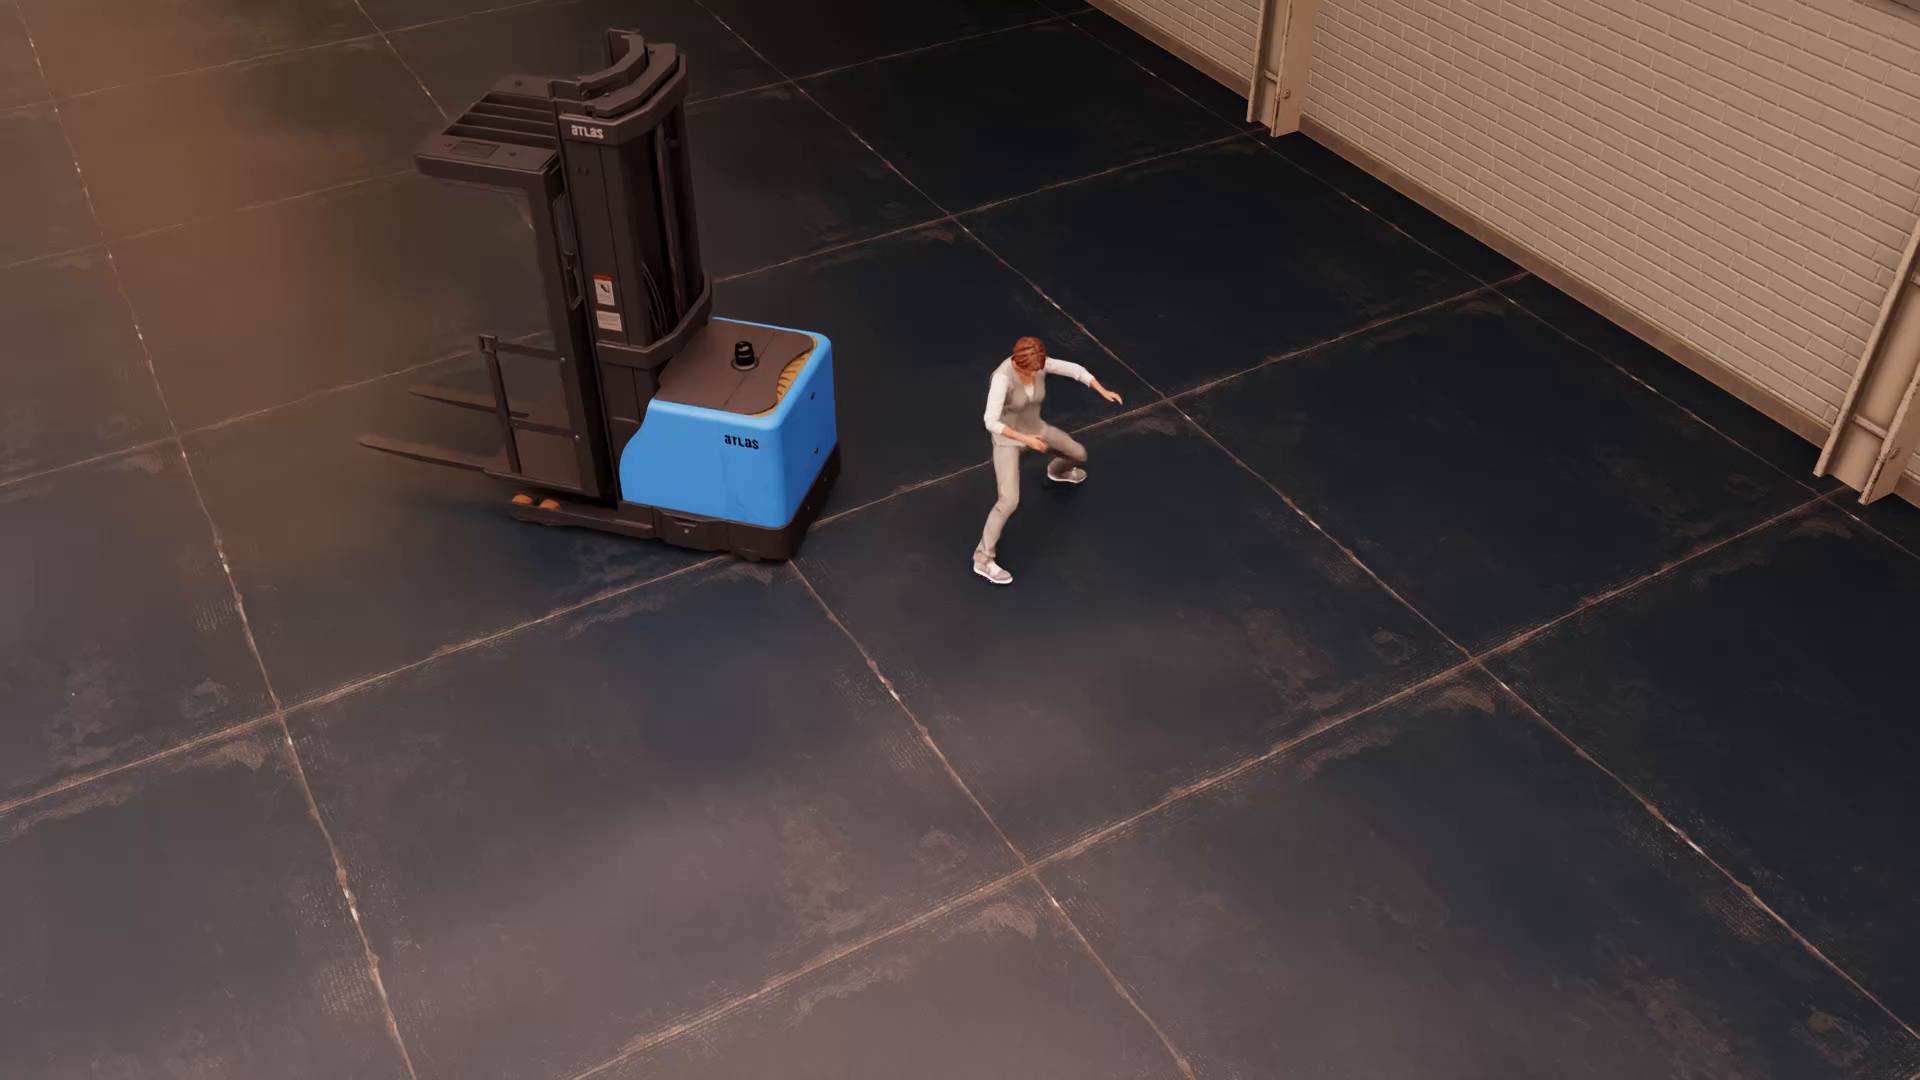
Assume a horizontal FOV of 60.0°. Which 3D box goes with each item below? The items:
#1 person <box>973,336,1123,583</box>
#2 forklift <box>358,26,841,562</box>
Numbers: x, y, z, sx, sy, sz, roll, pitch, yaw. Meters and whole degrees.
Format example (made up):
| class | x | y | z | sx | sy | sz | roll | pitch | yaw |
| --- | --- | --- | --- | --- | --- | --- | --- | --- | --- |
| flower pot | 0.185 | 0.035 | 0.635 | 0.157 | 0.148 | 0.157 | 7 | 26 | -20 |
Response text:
| class | x | y | z | sx | sy | sz | roll | pitch | yaw |
| --- | --- | --- | --- | --- | --- | --- | --- | --- | --- |
| person | 0.482 | -0.598 | 9.975 | 1.141 | 1.377 | 0.630 | -26 | 46 | -28 |
| forklift | -2.348 | -1.527 | 9.877 | 3.031 | 2.935 | 1.130 | 10 | 41 | 12 |
